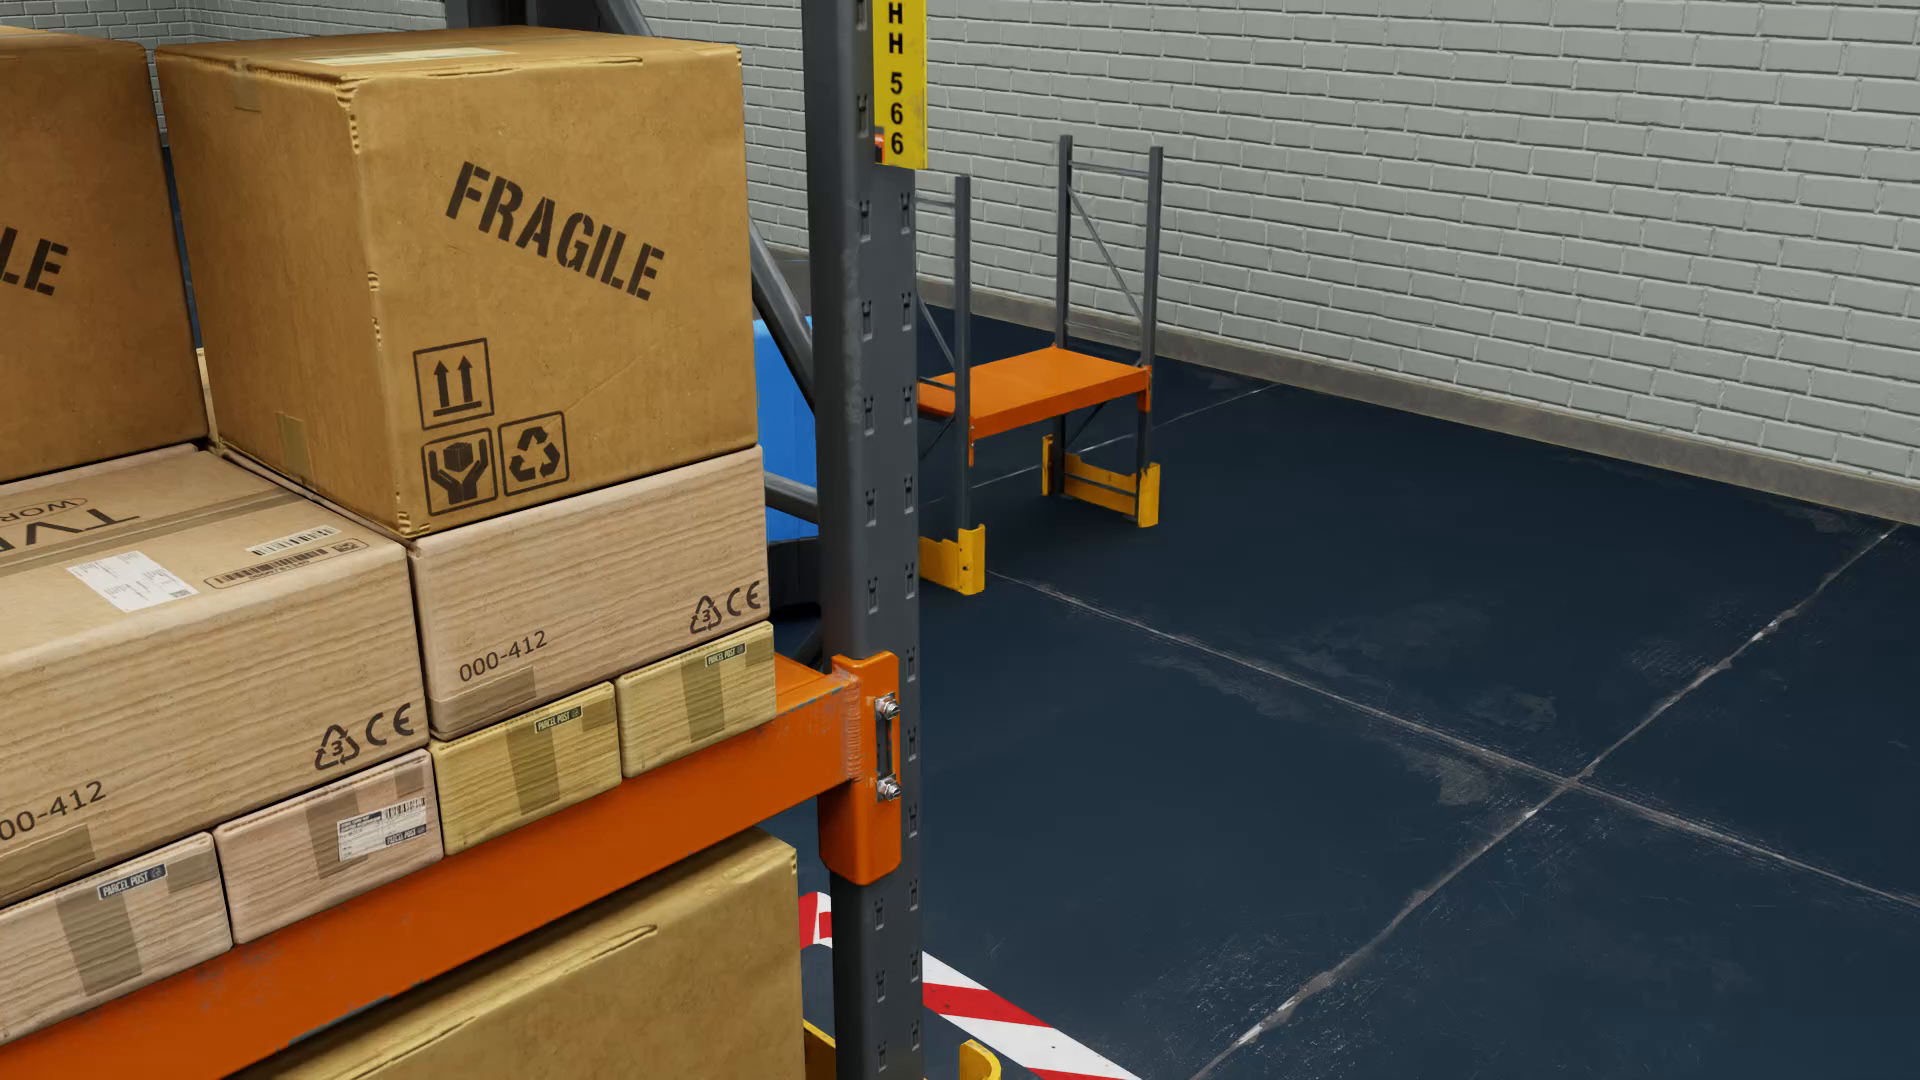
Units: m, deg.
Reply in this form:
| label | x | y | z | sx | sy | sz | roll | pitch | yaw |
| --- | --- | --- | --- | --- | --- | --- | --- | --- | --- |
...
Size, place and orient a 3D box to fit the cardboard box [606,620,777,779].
| label | x | y | z | sx | sy | sz | roll | pitch | yaw |
| --- | --- | --- | --- | --- | --- | --- | --- | --- | --- |
| cardboard box | -0.471 | 0.163 | 2.319 | 0.250 | 0.149 | 0.380 | -20 | 28 | -41 |

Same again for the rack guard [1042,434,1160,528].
| label | x | y | z | sx | sy | sz | roll | pitch | yaw |
| --- | --- | --- | --- | --- | --- | --- | --- | --- | --- |
| rack guard | 0.576 | -0.248 | 6.871 | 0.087 | 0.250 | 0.587 | -19 | 28 | -41 |

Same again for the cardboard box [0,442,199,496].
| label | x | y | z | sx | sy | sz | roll | pitch | yaw |
| --- | --- | --- | --- | --- | --- | --- | --- | --- | --- |
| cardboard box | -1.345 | -0.006 | 2.203 | 0.500 | 0.250 | 0.500 | 19 | 28 | 40 |

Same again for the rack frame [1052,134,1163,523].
| label | x | y | z | sx | sy | sz | roll | pitch | yaw |
| --- | --- | --- | --- | --- | --- | --- | --- | --- | --- |
| rack frame | 0.576 | -0.832 | 6.648 | 0.032 | 1.500 | 0.500 | -19 | 28 | -41 |

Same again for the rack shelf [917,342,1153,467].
| label | x | y | z | sx | sy | sz | roll | pitch | yaw |
| --- | --- | --- | --- | --- | --- | --- | --- | --- | --- |
| rack shelf | 0.213 | -0.536 | 6.381 | 1.000 | 0.185 | 0.538 | -19 | 28 | -41 |

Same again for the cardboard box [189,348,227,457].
| label | x | y | z | sx | sy | sz | roll | pitch | yaw |
| --- | --- | --- | --- | --- | --- | --- | --- | --- | --- |
| cardboard box | -0.987 | -0.141 | 2.555 | 0.500 | 0.250 | 0.500 | 18 | 28 | 39 |

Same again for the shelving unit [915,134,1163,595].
| label | x | y | z | sx | sy | sz | roll | pitch | yaw |
| --- | --- | --- | --- | --- | --- | --- | --- | --- | --- |
| shelving unit | 0.220 | -0.706 | 6.322 | 1.083 | 1.500 | 0.587 | -19 | 28 | -41 |

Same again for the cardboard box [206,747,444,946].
| label | x | y | z | sx | sy | sz | roll | pitch | yaw |
| --- | --- | --- | --- | --- | --- | --- | --- | --- | --- |
| cardboard box | -0.828 | 0.295 | 1.976 | 0.380 | 0.149 | 0.250 | 19 | 28 | 41 |

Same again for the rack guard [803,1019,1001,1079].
| label | x | y | z | sx | sy | sz | roll | pitch | yaw |
| --- | --- | --- | --- | --- | --- | --- | --- | --- | --- |
| rack guard | -0.442 | 1.033 | 3.191 | 1.175 | 0.500 | 0.348 | 19 | 28 | 41 |

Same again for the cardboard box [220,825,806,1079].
| label | x | y | z | sx | sy | sz | roll | pitch | yaw |
| --- | --- | --- | --- | --- | --- | --- | --- | --- | --- |
| cardboard box | -0.848 | 0.852 | 2.553 | 0.875 | 0.875 | 0.875 | 19 | 28 | 41 |

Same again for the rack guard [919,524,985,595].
| label | x | y | z | sx | sy | sz | roll | pitch | yaw |
| --- | --- | --- | --- | --- | --- | --- | --- | --- | --- |
| rack guard | -0.136 | 0.002 | 6.221 | 0.087 | 0.250 | 0.587 | -19 | 28 | -41 |

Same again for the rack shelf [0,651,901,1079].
| label | x | y | z | sx | sy | sz | roll | pitch | yaw |
| --- | --- | --- | --- | --- | --- | --- | --- | --- | --- |
| rack shelf | -1.854 | 0.722 | 1.518 | 1.077 | 0.370 | 4.000 | 19 | 28 | 41 |

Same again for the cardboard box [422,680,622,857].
| label | x | y | z | sx | sy | sz | roll | pitch | yaw |
| --- | --- | --- | --- | --- | --- | --- | --- | --- | --- |
| cardboard box | -0.651 | 0.230 | 2.145 | 0.380 | 0.149 | 0.250 | 20 | 28 | 41 |

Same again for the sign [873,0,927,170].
| label | x | y | z | sx | sy | sz | roll | pitch | yaw |
| --- | --- | --- | --- | --- | --- | --- | --- | --- | --- |
| sign | -0.080 | -0.640 | 2.114 | 0.100 | 0.325 | 0.005 | 19 | 28 | 41 |

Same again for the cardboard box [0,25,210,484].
| label | x | y | z | sx | sy | sz | roll | pitch | yaw |
| --- | --- | --- | --- | --- | --- | --- | --- | --- | --- |
| cardboard box | -1.336 | -0.363 | 2.086 | 0.500 | 0.500 | 0.500 | 18 | 28 | 39 |

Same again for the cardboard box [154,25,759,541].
| label | x | y | z | sx | sy | sz | roll | pitch | yaw |
| --- | --- | --- | --- | --- | --- | --- | --- | --- | --- |
| cardboard box | -0.610 | -0.356 | 2.069 | 0.500 | 0.500 | 0.500 | 20 | 29 | 41 |

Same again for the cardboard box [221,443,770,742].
| label | x | y | z | sx | sy | sz | roll | pitch | yaw |
| --- | --- | --- | --- | --- | --- | --- | --- | --- | --- |
| cardboard box | -0.607 | -0.006 | 2.204 | 0.500 | 0.250 | 0.500 | 19 | 28 | 40 |

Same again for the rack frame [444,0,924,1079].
| label | x | y | z | sx | sy | sz | roll | pitch | yaw |
| --- | --- | --- | --- | --- | --- | --- | --- | --- | --- |
| rack frame | -0.459 | -0.128 | 2.727 | 1.000 | 3.000 | 0.127 | 19 | 28 | 41 |

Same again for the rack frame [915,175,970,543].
| label | x | y | z | sx | sy | sz | roll | pitch | yaw |
| --- | --- | --- | --- | --- | --- | --- | --- | --- | --- |
| rack frame | -0.150 | -0.577 | 5.984 | 0.032 | 1.500 | 0.500 | -19 | 28 | -41 |

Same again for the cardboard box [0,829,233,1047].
| label | x | y | z | sx | sy | sz | roll | pitch | yaw |
| --- | --- | --- | --- | --- | --- | --- | --- | --- | --- |
| cardboard box | -1.003 | 0.359 | 1.810 | 0.250 | 0.149 | 0.380 | -20 | 28 | -41 |

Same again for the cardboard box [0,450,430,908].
| label | x | y | z | sx | sy | sz | roll | pitch | yaw |
| --- | --- | --- | --- | --- | --- | --- | --- | --- | --- |
| cardboard box | -0.961 | 0.124 | 1.865 | 0.500 | 0.250 | 0.500 | 19 | 28 | 40 |

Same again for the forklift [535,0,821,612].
| label | x | y | z | sx | sy | sz | roll | pitch | yaw |
| --- | --- | --- | --- | --- | --- | --- | --- | --- | --- |
| forklift | -1.797 | -1.131 | 5.433 | 3.031 | 2.935 | 1.130 | -7 | 22 | -17 |
